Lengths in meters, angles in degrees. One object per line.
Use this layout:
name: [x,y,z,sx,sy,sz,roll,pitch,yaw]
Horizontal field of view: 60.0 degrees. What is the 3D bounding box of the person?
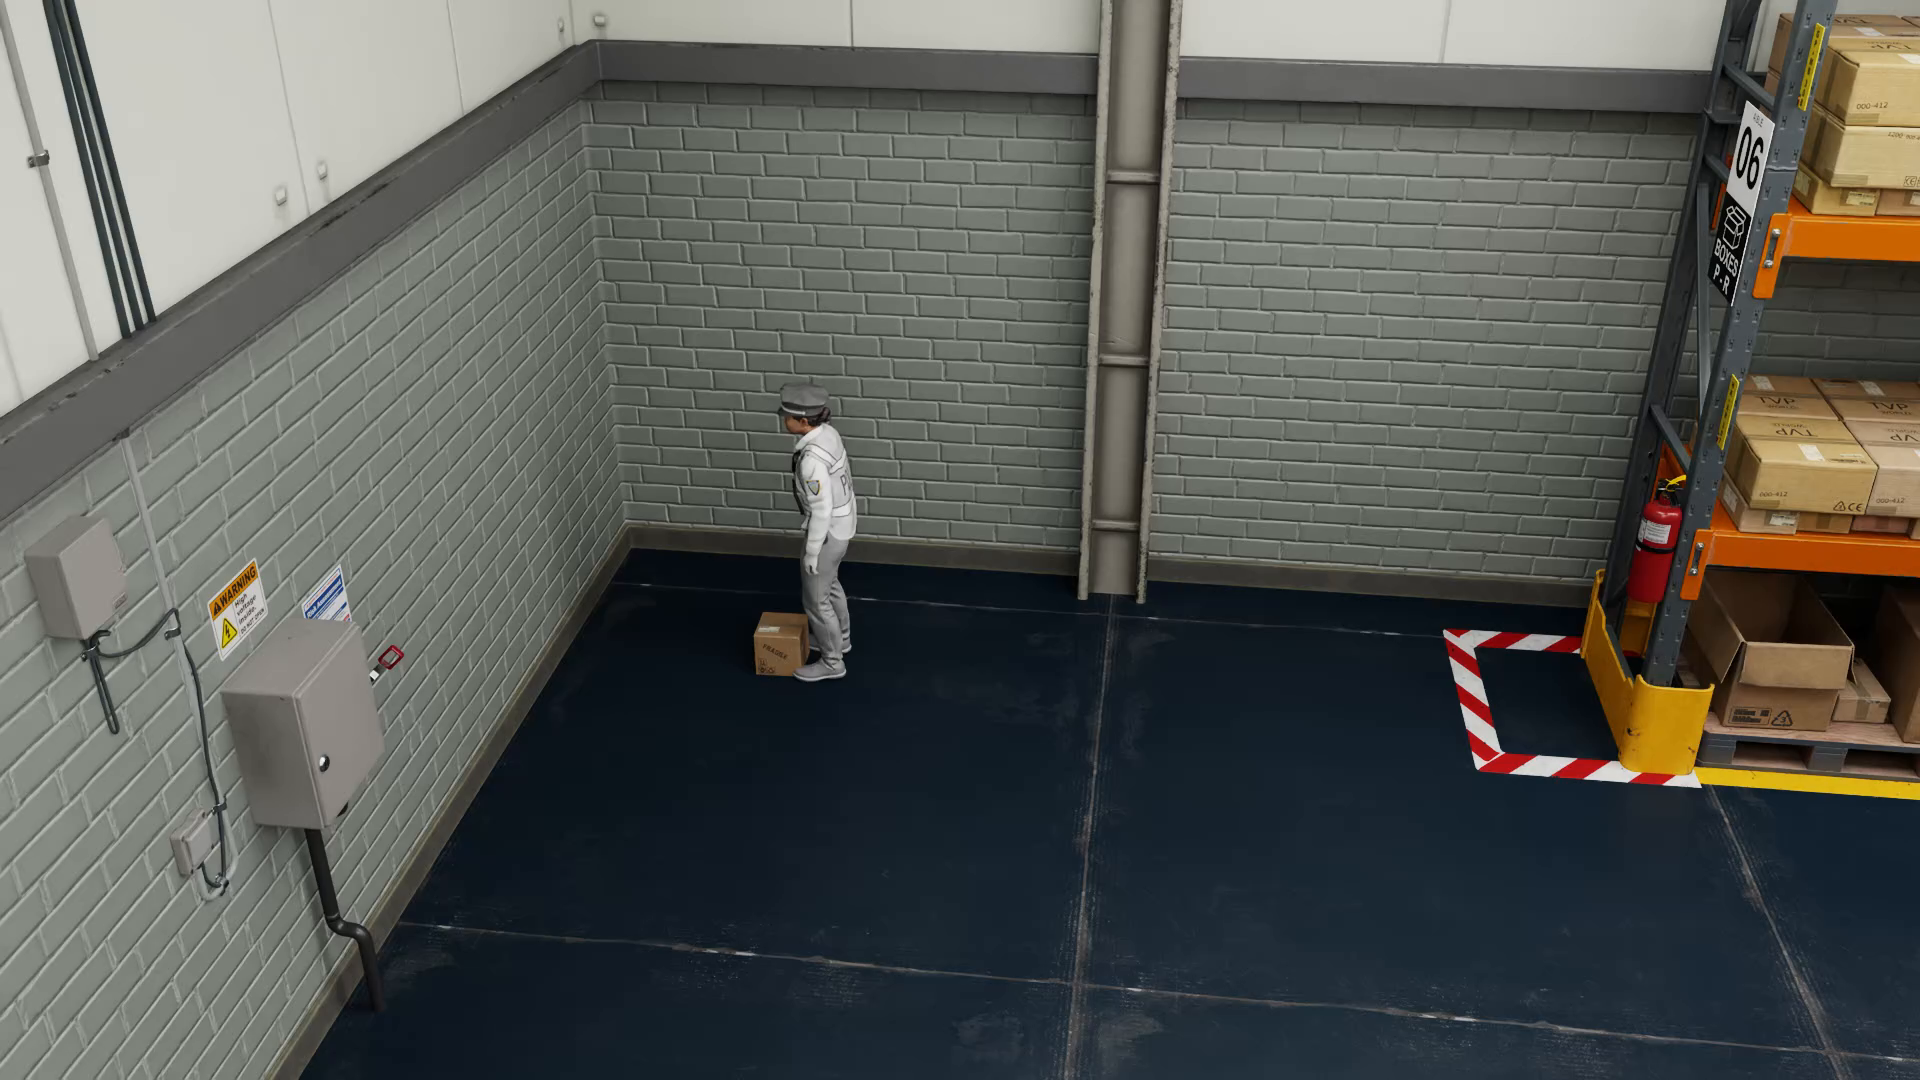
person: [-0.728,-0.038,8.692,0.376,1.662,0.542,2,29,3]
